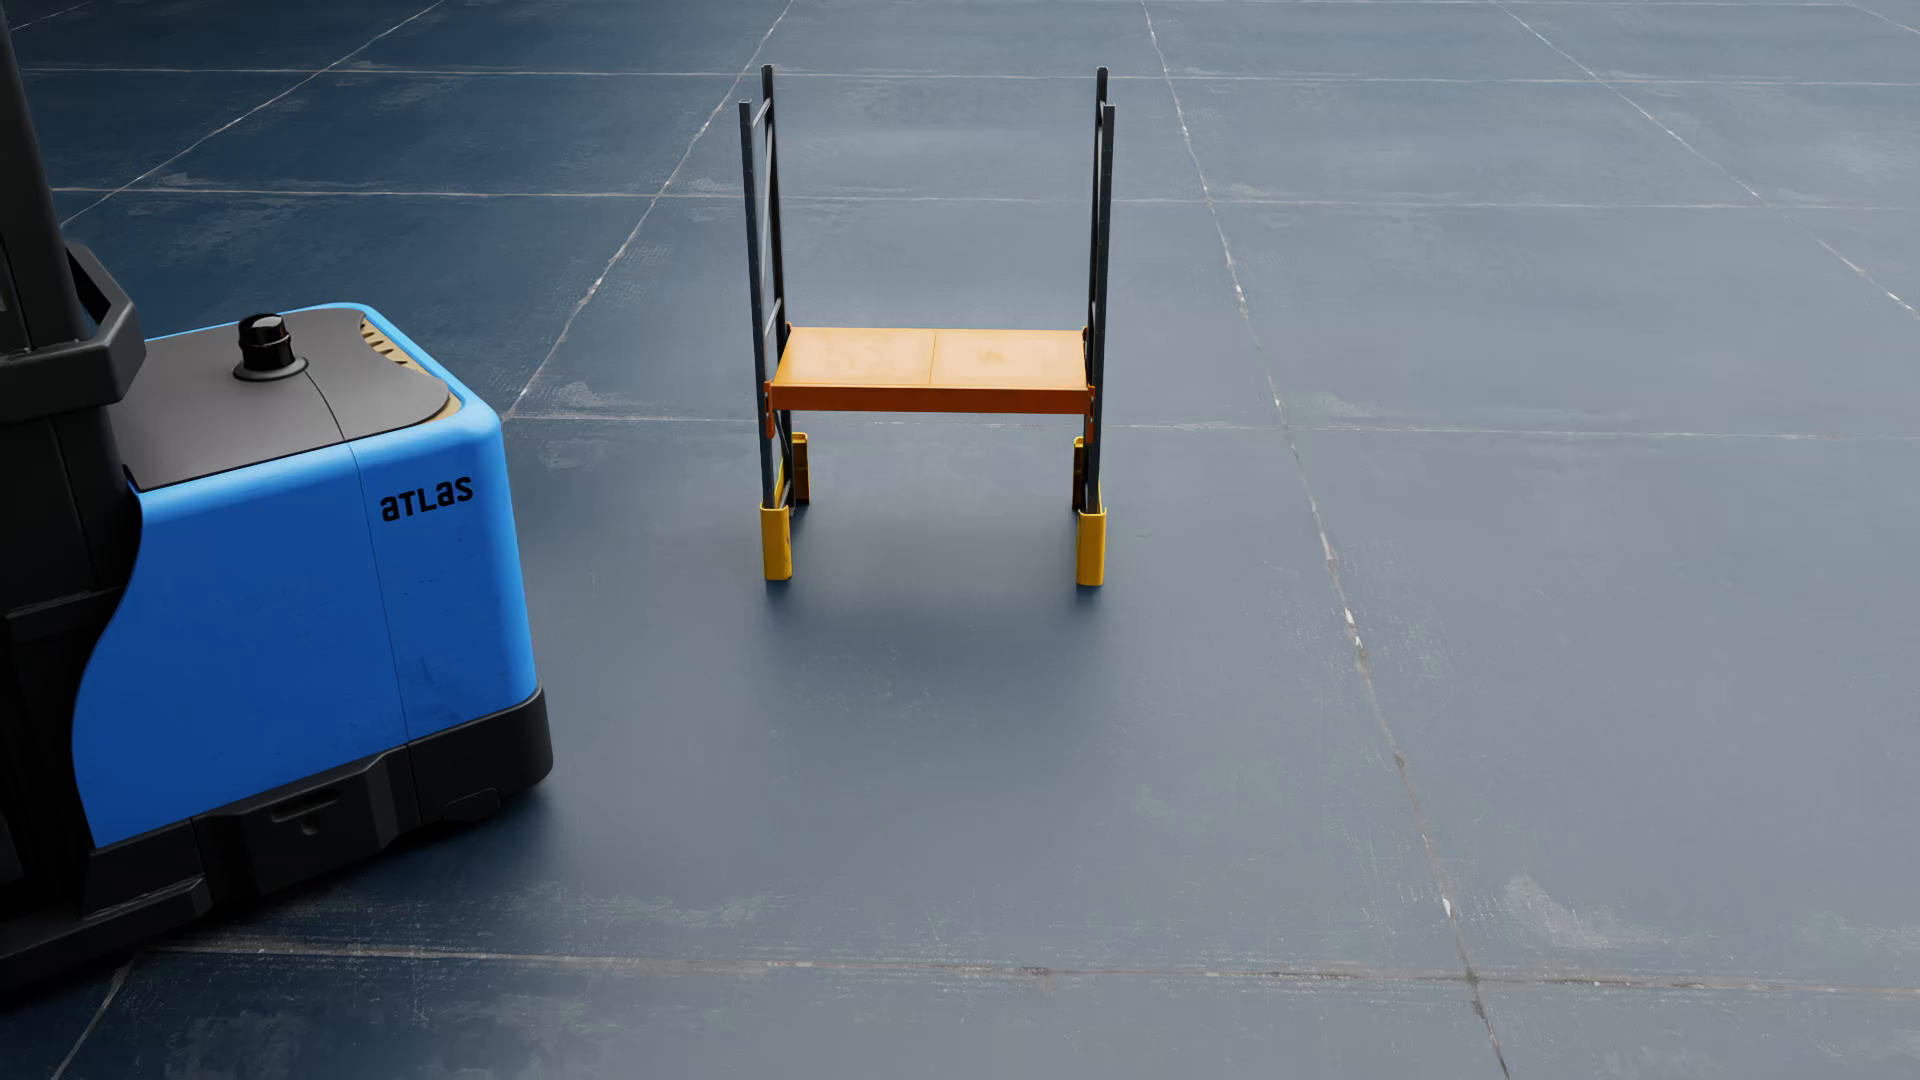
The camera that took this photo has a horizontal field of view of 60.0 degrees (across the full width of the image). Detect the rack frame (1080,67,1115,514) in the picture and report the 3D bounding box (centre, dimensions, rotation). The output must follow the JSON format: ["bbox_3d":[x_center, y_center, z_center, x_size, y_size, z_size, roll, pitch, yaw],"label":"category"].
[{"bbox_3d":[0.423,-0.656,5.173,0.032,1.500,0.500,1,28,2],"label":"rack frame"}]

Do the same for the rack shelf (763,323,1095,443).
[{"bbox_3d":[-0.085,-0.505,5.273,1.000,0.185,0.538,1,28,2],"label":"rack shelf"}]

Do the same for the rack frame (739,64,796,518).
[{"bbox_3d":[-0.593,-0.672,5.205,0.032,1.500,0.500,1,28,2],"label":"rack frame"}]

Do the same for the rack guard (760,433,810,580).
[{"bbox_3d":[-0.574,-0.120,5.497,0.087,0.250,0.587,1,28,2],"label":"rack guard"}]

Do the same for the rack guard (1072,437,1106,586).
[{"bbox_3d":[0.422,-0.103,5.466,0.087,0.250,0.587,1,28,2],"label":"rack guard"}]

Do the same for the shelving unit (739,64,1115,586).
[{"bbox_3d":[-0.076,-0.664,5.189,1.083,1.500,0.587,1,28,2],"label":"shelving unit"}]

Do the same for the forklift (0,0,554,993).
[{"bbox_3d":[-2.541,-0.419,3.198,3.031,2.935,1.130,-19,33,-31],"label":"forklift"}]
